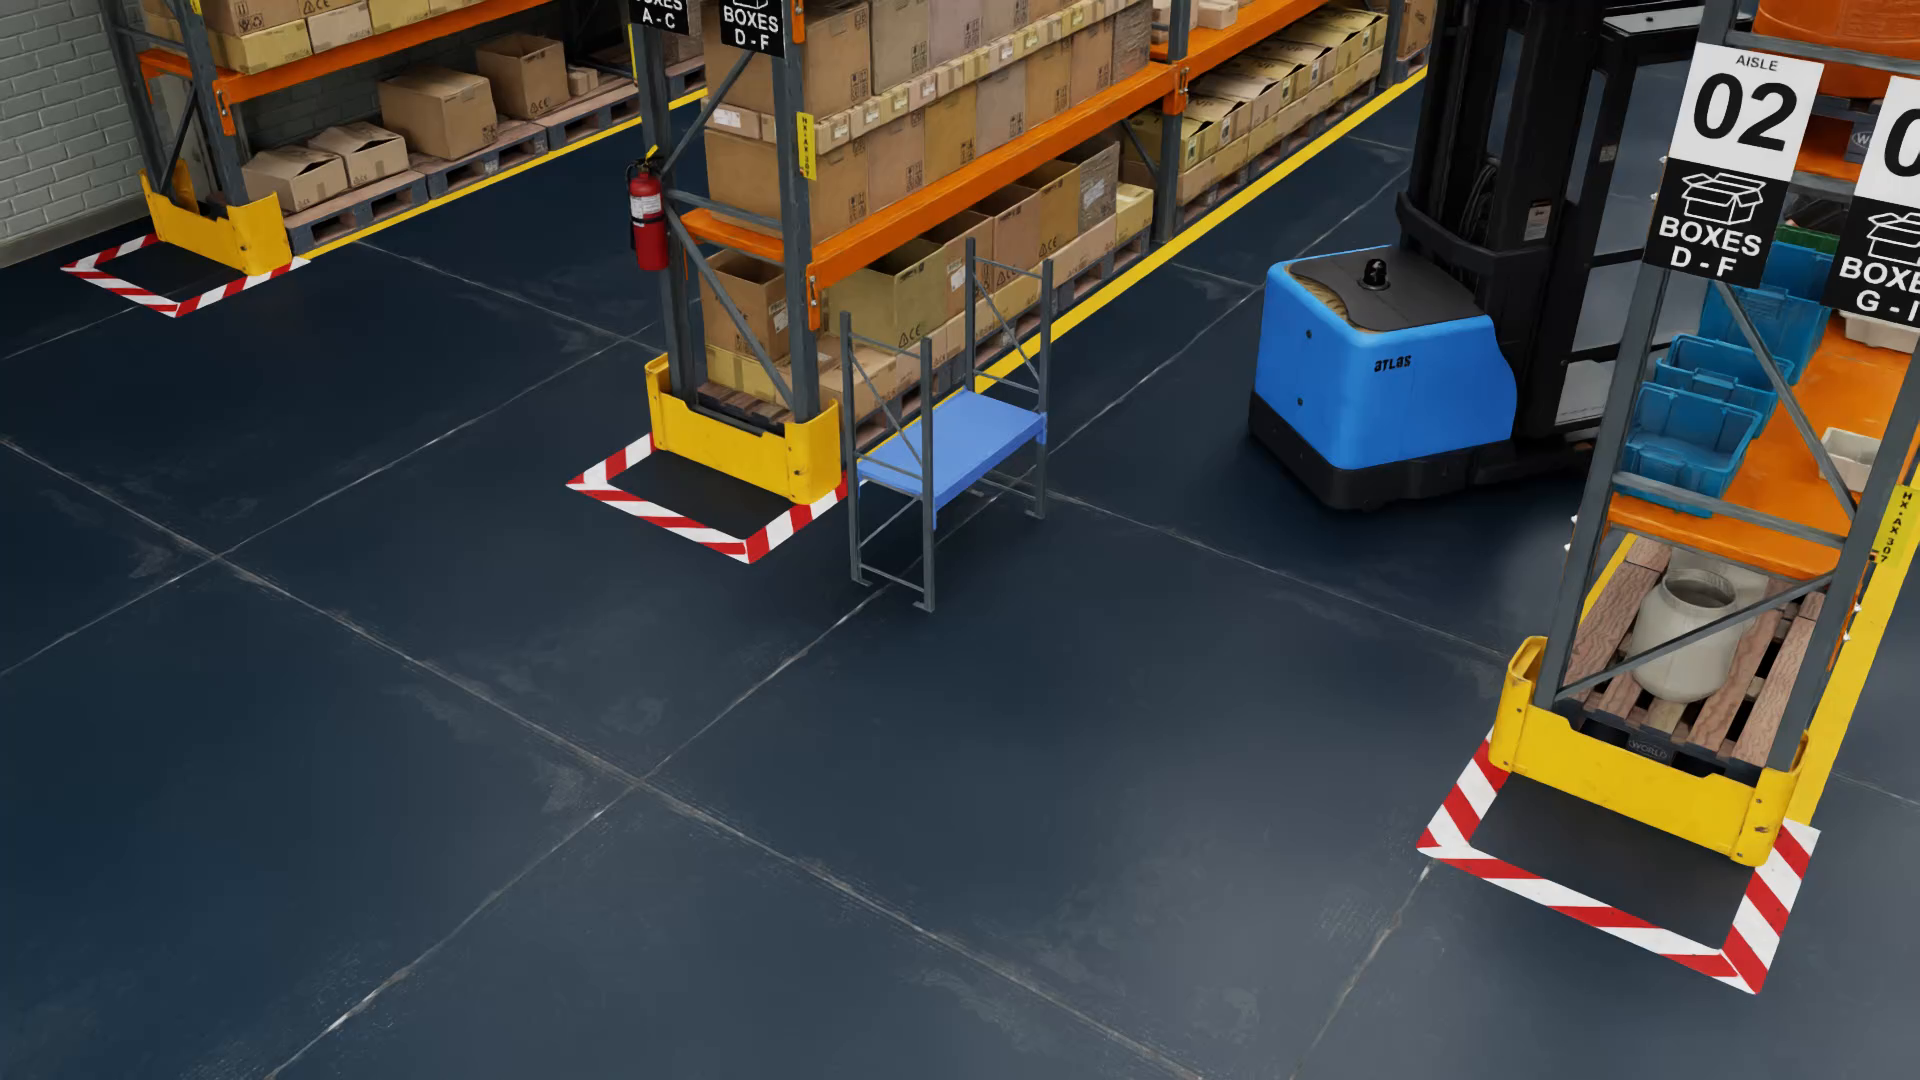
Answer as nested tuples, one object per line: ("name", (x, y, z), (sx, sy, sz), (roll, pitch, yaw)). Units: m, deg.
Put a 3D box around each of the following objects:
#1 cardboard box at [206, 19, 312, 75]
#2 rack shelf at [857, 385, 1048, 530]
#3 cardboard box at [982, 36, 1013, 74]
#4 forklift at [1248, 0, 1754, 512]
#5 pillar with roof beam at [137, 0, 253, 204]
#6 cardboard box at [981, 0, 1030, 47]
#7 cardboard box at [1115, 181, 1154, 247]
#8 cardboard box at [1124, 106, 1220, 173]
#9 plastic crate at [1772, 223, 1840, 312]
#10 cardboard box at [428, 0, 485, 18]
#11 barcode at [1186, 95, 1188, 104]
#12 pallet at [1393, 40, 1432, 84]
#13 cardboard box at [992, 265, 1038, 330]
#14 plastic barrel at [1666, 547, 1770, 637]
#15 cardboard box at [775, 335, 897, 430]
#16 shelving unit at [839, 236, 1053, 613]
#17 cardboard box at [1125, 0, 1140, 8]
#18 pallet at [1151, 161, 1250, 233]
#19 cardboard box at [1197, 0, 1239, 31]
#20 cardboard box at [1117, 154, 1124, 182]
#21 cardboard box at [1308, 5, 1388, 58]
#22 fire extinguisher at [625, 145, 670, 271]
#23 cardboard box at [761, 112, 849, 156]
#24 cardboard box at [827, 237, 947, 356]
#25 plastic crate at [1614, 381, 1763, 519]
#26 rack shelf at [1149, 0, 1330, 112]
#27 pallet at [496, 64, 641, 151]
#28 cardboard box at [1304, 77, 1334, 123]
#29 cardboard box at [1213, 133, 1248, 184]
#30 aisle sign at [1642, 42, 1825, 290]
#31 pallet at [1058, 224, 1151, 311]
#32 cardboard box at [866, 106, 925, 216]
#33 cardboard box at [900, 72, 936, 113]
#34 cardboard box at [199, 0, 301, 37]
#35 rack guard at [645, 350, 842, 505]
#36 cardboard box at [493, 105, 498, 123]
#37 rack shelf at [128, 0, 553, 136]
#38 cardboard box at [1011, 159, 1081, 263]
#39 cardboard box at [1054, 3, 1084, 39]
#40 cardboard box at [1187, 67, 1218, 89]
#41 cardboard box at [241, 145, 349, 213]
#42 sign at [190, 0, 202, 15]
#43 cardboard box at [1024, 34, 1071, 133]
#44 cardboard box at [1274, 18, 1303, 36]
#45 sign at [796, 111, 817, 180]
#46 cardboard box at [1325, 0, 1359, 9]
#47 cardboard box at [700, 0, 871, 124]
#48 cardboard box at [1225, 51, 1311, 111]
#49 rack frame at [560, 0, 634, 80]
("cardboard box", (-4.728, -3.345, 11.135), (0.500, 0.250, 0.500), (20, 39, 27))
("rack shelf", (-0.049, -0.433, 8.373), (0.538, 0.185, 1.000), (21, 39, 28))
("cardboard box", (0.083, -2.824, 9.580), (0.380, 0.149, 0.250), (22, 40, 29))
("forklift", (3.234, -1.859, 8.883), (3.031, 2.935, 1.130), (-11, 36, -16))
("pillar with roof beam", (-2.042, -4.984, 8.087), (9.100, 9.000, 0.400), (21, 39, 28))
("cardboard box", (-0.020, -3.216, 9.580), (0.700, 0.500, 0.500), (21, 39, 28))
("cardboard box", (1.001, -2.288, 11.535), (0.500, 0.250, 0.500), (21, 39, 28))
("cardboard box", (1.526, -2.914, 11.960), (0.500, 0.311, 0.500), (21, 40, 28))
("plastic crate", (4.147, -1.330, 8.228), (0.450, 0.188, 0.662), (21, 39, 28))
("cardboard box", (-3.858, -4.053, 12.181), (0.500, 0.250, 0.500), (22, 40, 29))
("barcode", (1.573, -3.065, 11.586), (0.001, 0.075, 0.075), (21, 39, 28))
("pallet", (3.823, -4.553, 15.294), (1.003, 0.211, 1.213), (21, 39, 28))
("cardboard box", (0.150, -1.595, 10.511), (0.500, 0.250, 0.500), (21, 39, 28))
("plastic barrel", (3.470, 0.187, 7.641), (0.421, 0.512, 0.421), (0, 34, 0))
("cardboard box", (-0.706, -0.906, 9.491), (0.500, 0.250, 0.500), (21, 39, 28))
("shelving unit", (-0.049, -0.582, 8.272), (0.538, 1.500, 1.048), (21, 39, 28))
("cardboard box", (0.964, -3.539, 10.638), (0.380, 0.149, 0.250), (20, 39, 27))
("pallet", (1.474, -2.732, 12.602), (1.003, 0.211, 1.213), (21, 39, 28))
("cardboard box", (1.759, -3.774, 11.878), (0.380, 0.149, 0.250), (21, 39, 28))
("cardboard box", (1.084, -2.854, 12.373), (0.500, 0.250, 0.500), (21, 39, 28))
("cardboard box", (3.270, -4.324, 14.046), (0.500, 0.311, 0.500), (22, 40, 29))
("fire extinguisher", (-1.644, -1.757, 8.739), (0.296, 0.674, 0.183), (21, 39, 28))
("cardboard box", (-0.794, -2.117, 8.534), (0.380, 0.149, 0.250), (21, 39, 28))
("cardboard box", (-0.423, -1.447, 9.622), (0.500, 0.500, 0.500), (21, 39, 28))
("plastic crate", (2.912, -0.375, 6.760), (0.499, 0.251, 0.616), (21, 39, 28))
("rack shelf", (2.226, -4.158, 12.863), (1.077, 0.370, 4.000), (21, 39, 28))
("pallet", (-3.340, -3.641, 13.945), (1.003, 0.211, 1.213), (21, 39, 28))
("cardboard box", (2.687, -3.623, 13.509), (0.500, 0.250, 0.500), (22, 40, 29))
("cardboard box", (1.812, -2.912, 12.458), (0.500, 0.250, 0.500), (22, 40, 29))
("aisle sign", (2.587, -1.250, 5.600), (0.394, 0.787, 0.004), (21, 39, 28))
("pallet", (0.598, -2.028, 11.561), (1.003, 0.211, 1.213), (21, 39, 28))
("cardboard box", (-0.623, -2.190, 9.222), (0.700, 0.500, 0.500), (22, 40, 29))
("cardboard box", (-0.357, -2.469, 9.055), (0.380, 0.149, 0.250), (21, 39, 28))
("cardboard box", (-4.748, -3.656, 10.925), (0.500, 0.500, 0.500), (21, 39, 28))
("rack guard", (-1.209, -0.649, 9.263), (1.175, 0.500, 0.348), (21, 39, 28))
("cardboard box", (-3.914, -3.388, 13.234), (0.380, 0.149, 0.250), (18, 38, 25))
("rack shelf", (-4.126, -3.898, 12.479), (1.077, 0.370, 4.000), (21, 39, 28))
("cardboard box", (0.424, -2.141, 10.648), (0.500, 0.500, 0.500), (21, 39, 28))
("cardboard box", (0.525, -3.185, 10.113), (0.380, 0.149, 0.250), (21, 39, 28))
("cardboard box", (1.659, -3.551, 12.903), (0.500, 0.311, 0.500), (21, 39, 28))
("cardboard box", (-4.798, -2.634, 11.974), (0.500, 0.311, 0.500), (17, 37, 23))
("sign", (-4.821, -3.461, 10.417), (0.100, 0.325, 0.005), (21, 39, 28))
("cardboard box", (0.253, -2.897, 10.266), (0.700, 0.500, 0.500), (22, 40, 29))
("cardboard box", (2.534, -4.252, 13.939), (0.500, 0.311, 0.500), (20, 39, 27))
("sign", (-0.742, -1.906, 8.048), (0.100, 0.325, 0.005), (21, 39, 28))
("cardboard box", (3.707, -5.029, 15.347), (0.500, 0.500, 0.500), (23, 40, 30))
("cardboard box", (-0.888, -2.509, 8.535), (0.700, 0.500, 0.500), (21, 40, 28))
("cardboard box", (2.402, -3.622, 13.007), (0.500, 0.311, 0.500), (22, 40, 29))
("rack frame", (-2.986, -5.116, 13.638), (1.000, 3.000, 0.127), (21, 39, 28))
